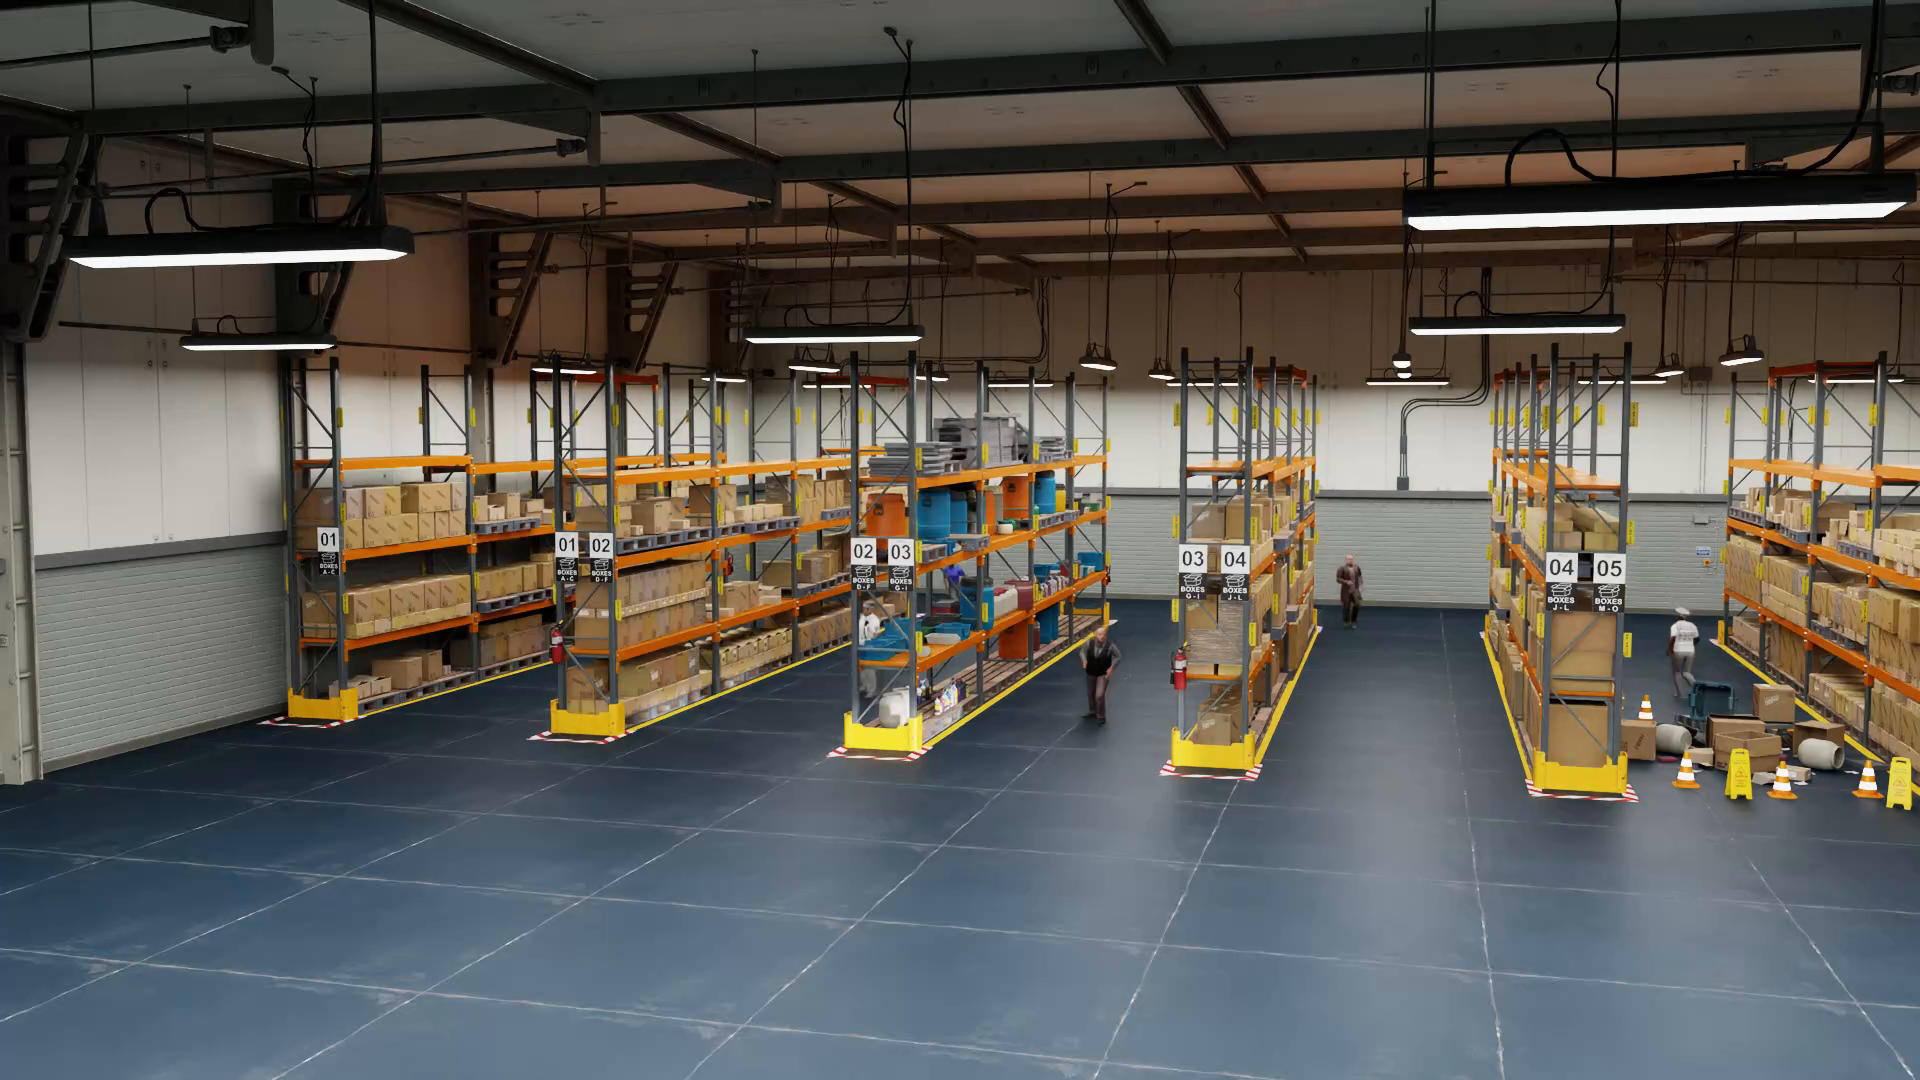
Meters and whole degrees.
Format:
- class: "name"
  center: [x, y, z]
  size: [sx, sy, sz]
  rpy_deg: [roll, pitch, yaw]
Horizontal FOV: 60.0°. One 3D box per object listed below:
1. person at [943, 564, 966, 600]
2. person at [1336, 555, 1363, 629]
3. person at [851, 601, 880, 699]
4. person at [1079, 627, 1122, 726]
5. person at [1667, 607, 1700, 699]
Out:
- class: "person"
  center: [-0.130, 1.210, 40.968]
  size: [0.604, 1.585, 0.749]
  rpy_deg: [1, 4, 7]
- class: "person"
  center: [9.245, 1.241, 39.463]
  size: [0.696, 1.797, 0.802]
  rpy_deg: [0, 4, -5]
- class: "person"
  center: [-1.652, 1.960, 29.762]
  size: [0.519, 1.786, 0.673]
  rpy_deg: [-4, 6, -43]
- class: "person"
  center: [2.282, 2.218, 27.327]
  size: [0.734, 1.630, 0.792]
  rpy_deg: [2, 5, 28]
- class: "person"
  center: [12.891, 2.029, 29.555]
  size: [0.570, 1.641, 0.724]
  rpy_deg: [0, 4, -1]
